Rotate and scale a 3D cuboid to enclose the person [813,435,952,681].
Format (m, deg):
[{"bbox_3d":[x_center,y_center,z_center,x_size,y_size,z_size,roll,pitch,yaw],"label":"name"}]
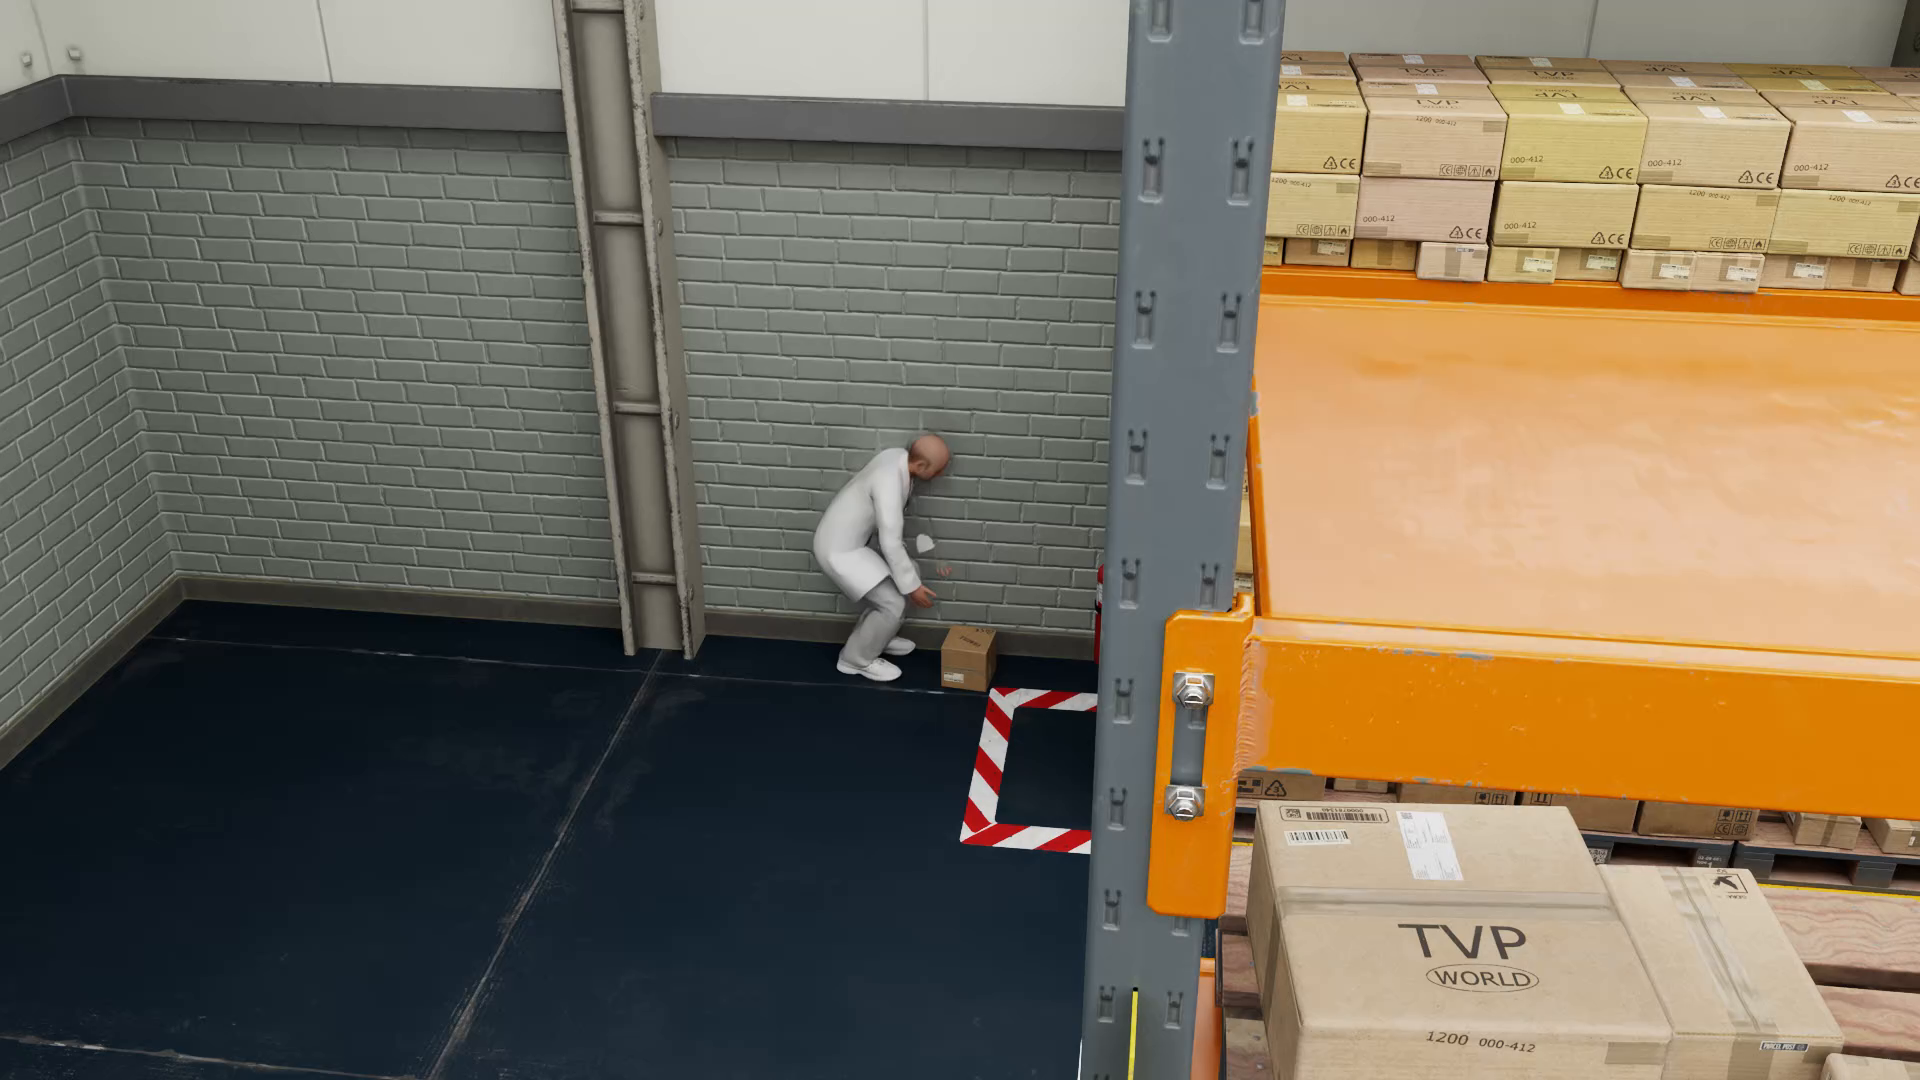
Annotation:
[{"bbox_3d":[-0.413,0.057,8.958,0.737,1.379,0.631,7,29,12],"label":"person"}]
